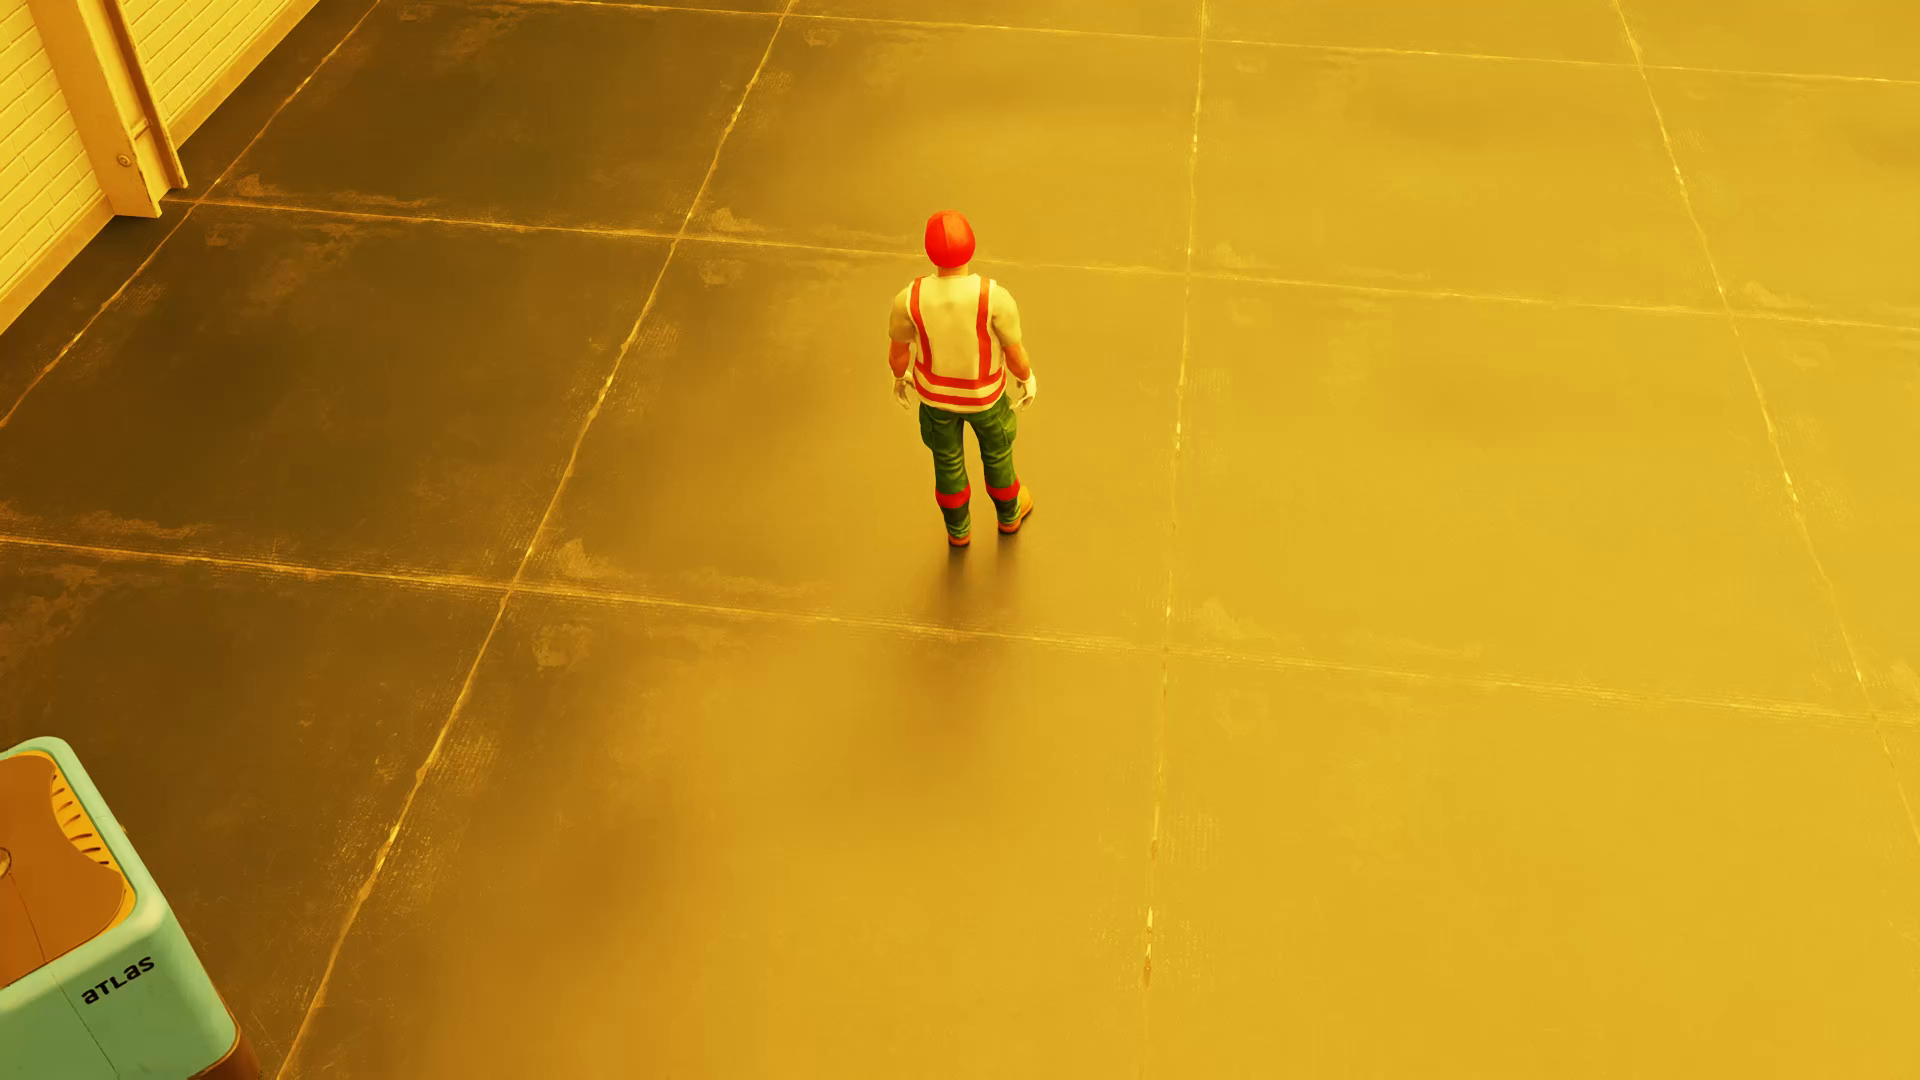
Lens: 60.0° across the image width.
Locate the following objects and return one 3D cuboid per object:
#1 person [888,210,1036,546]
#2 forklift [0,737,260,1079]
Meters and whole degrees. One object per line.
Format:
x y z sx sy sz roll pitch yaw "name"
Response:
0.023 -0.717 7.339 0.637 1.790 0.562 5 43 6 "person"
-3.868 1.250 4.363 3.031 2.935 1.130 -31 51 -29 "forklift"
